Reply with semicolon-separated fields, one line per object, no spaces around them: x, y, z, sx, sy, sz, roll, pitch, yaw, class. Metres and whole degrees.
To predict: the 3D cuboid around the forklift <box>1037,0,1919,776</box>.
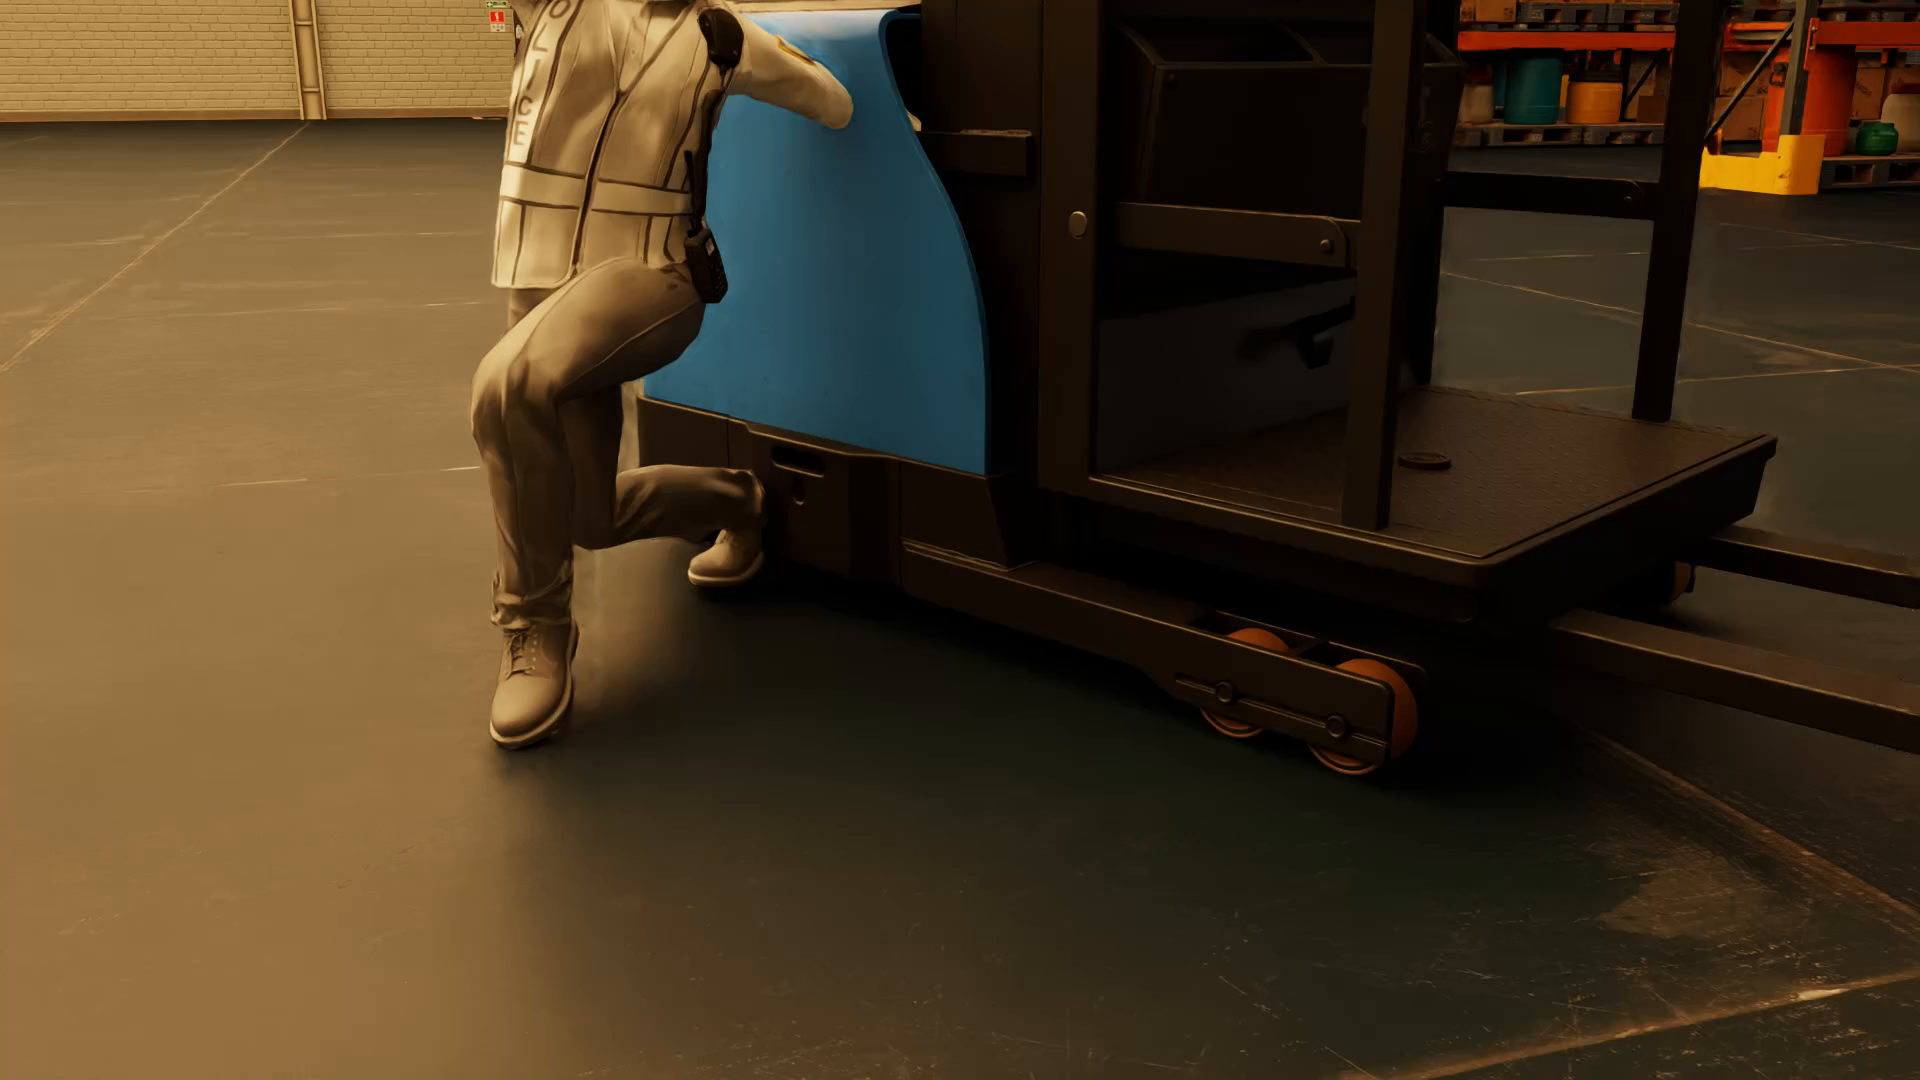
0.720;-1.230;2.551;3.031;2.935;1.121;15;22;42;forklift

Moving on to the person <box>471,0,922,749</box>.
-0.365;-0.465;2.699;0.823;1.378;0.953;3;17;11;person
